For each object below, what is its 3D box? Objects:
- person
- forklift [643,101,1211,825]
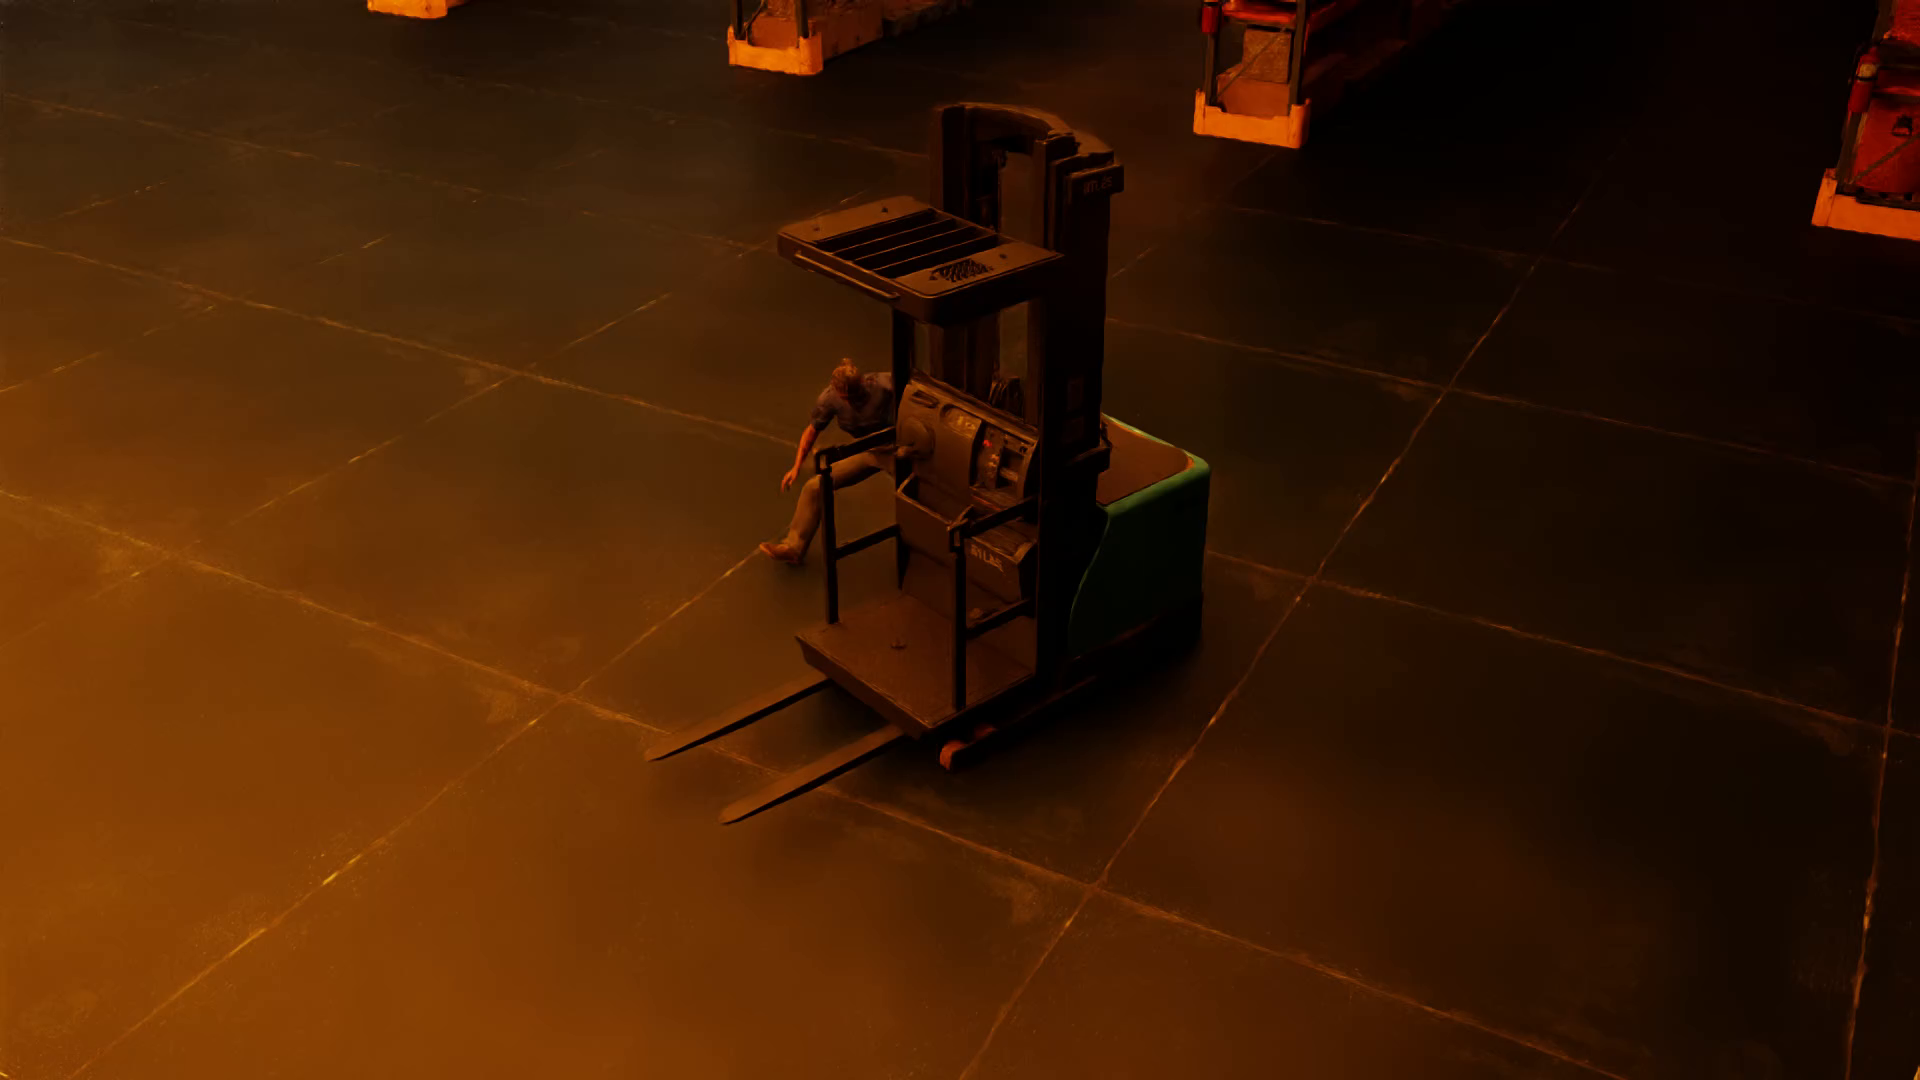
[{"bbox_3d":[-0.448,-0.396,9.386,1.269,1.321,0.767,15,33,24],"label":"person"},{"bbox_3d":[-0.133,-0.438,7.830,3.031,2.935,1.130,-24,37,-35],"label":"forklift"}]
